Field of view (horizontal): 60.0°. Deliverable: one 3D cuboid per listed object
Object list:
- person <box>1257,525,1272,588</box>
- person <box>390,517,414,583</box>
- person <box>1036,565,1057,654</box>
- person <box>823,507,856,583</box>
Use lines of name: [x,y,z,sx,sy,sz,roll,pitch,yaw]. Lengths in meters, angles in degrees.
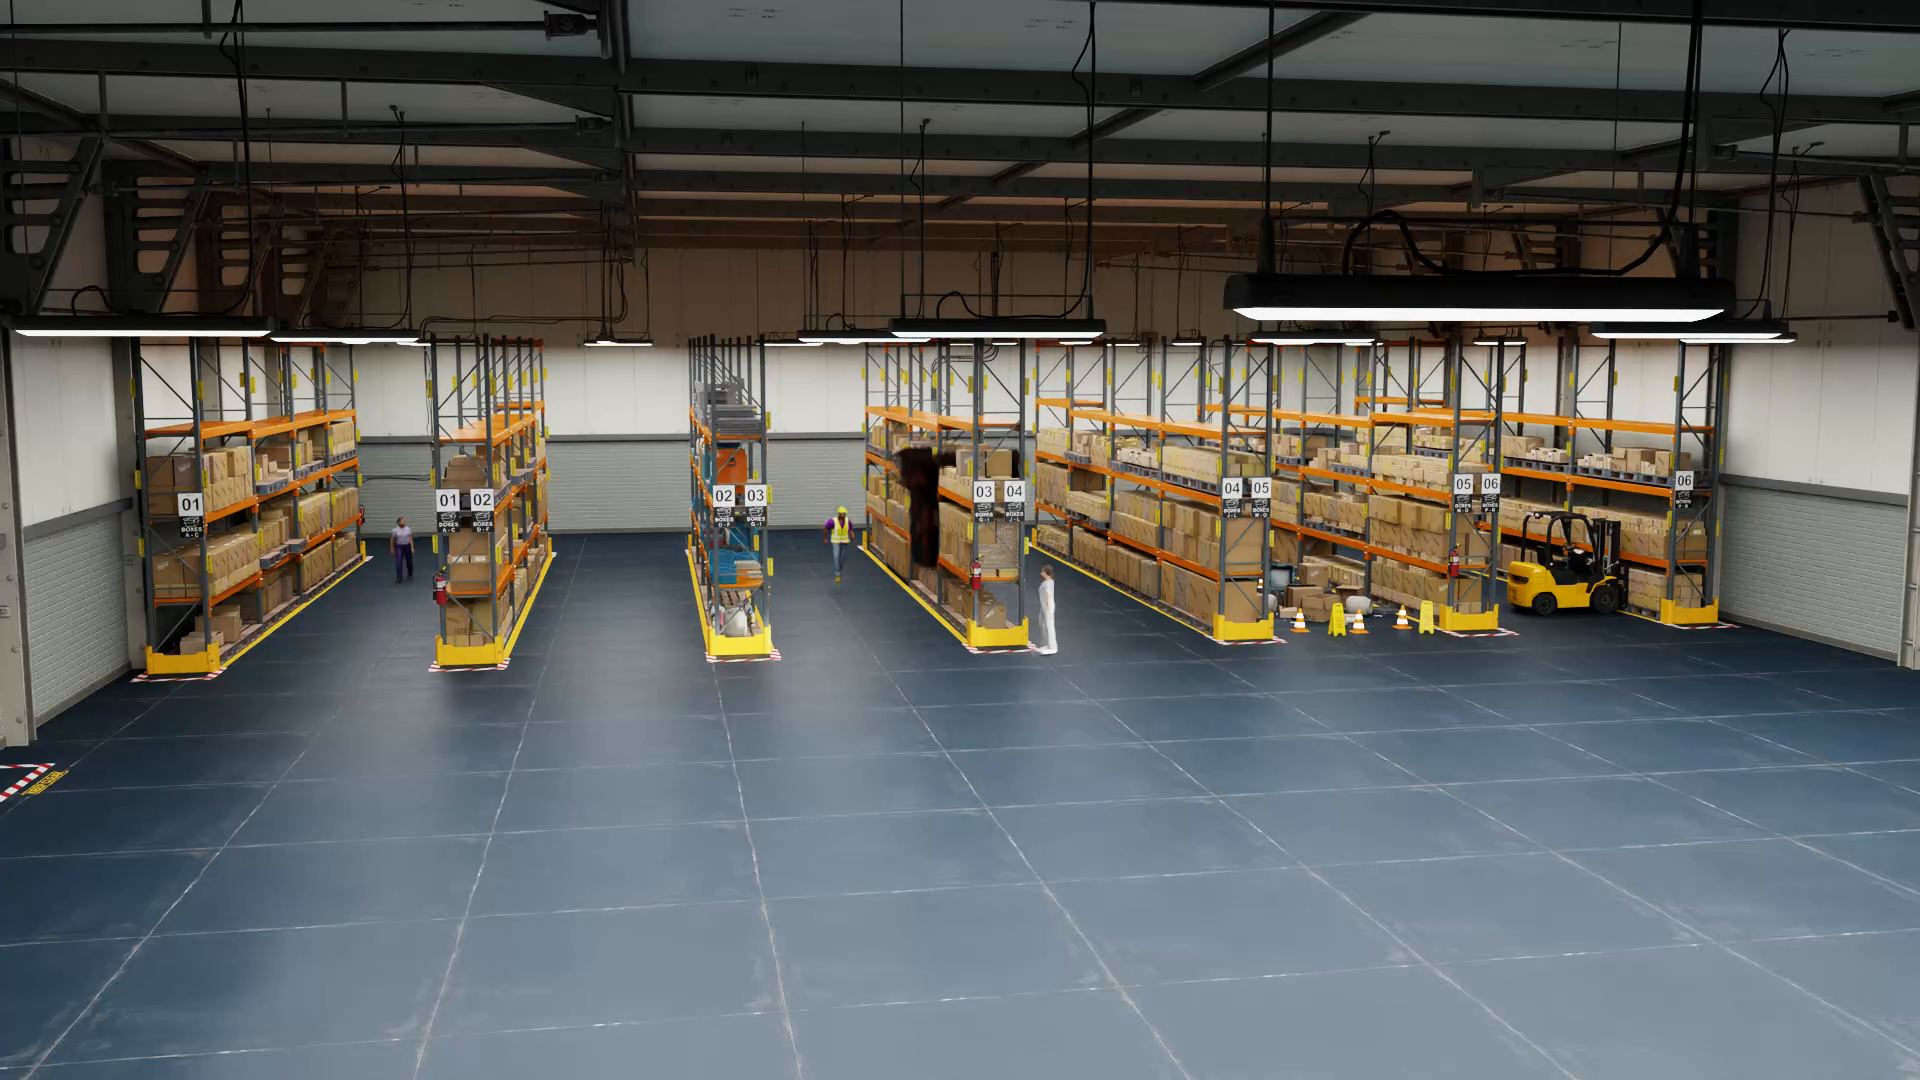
person: [7.370,0.333,40.026,0.416,1.651,0.474,2,7,14]
person: [-13.793,0.223,41.109,0.550,1.586,0.952,-2,7,-16]
person: [1.630,1.305,31.371,0.373,1.710,0.573,-1,7,-4]
person: [-2.858,0.081,39.357,0.731,1.755,0.976,-1,7,-12]
